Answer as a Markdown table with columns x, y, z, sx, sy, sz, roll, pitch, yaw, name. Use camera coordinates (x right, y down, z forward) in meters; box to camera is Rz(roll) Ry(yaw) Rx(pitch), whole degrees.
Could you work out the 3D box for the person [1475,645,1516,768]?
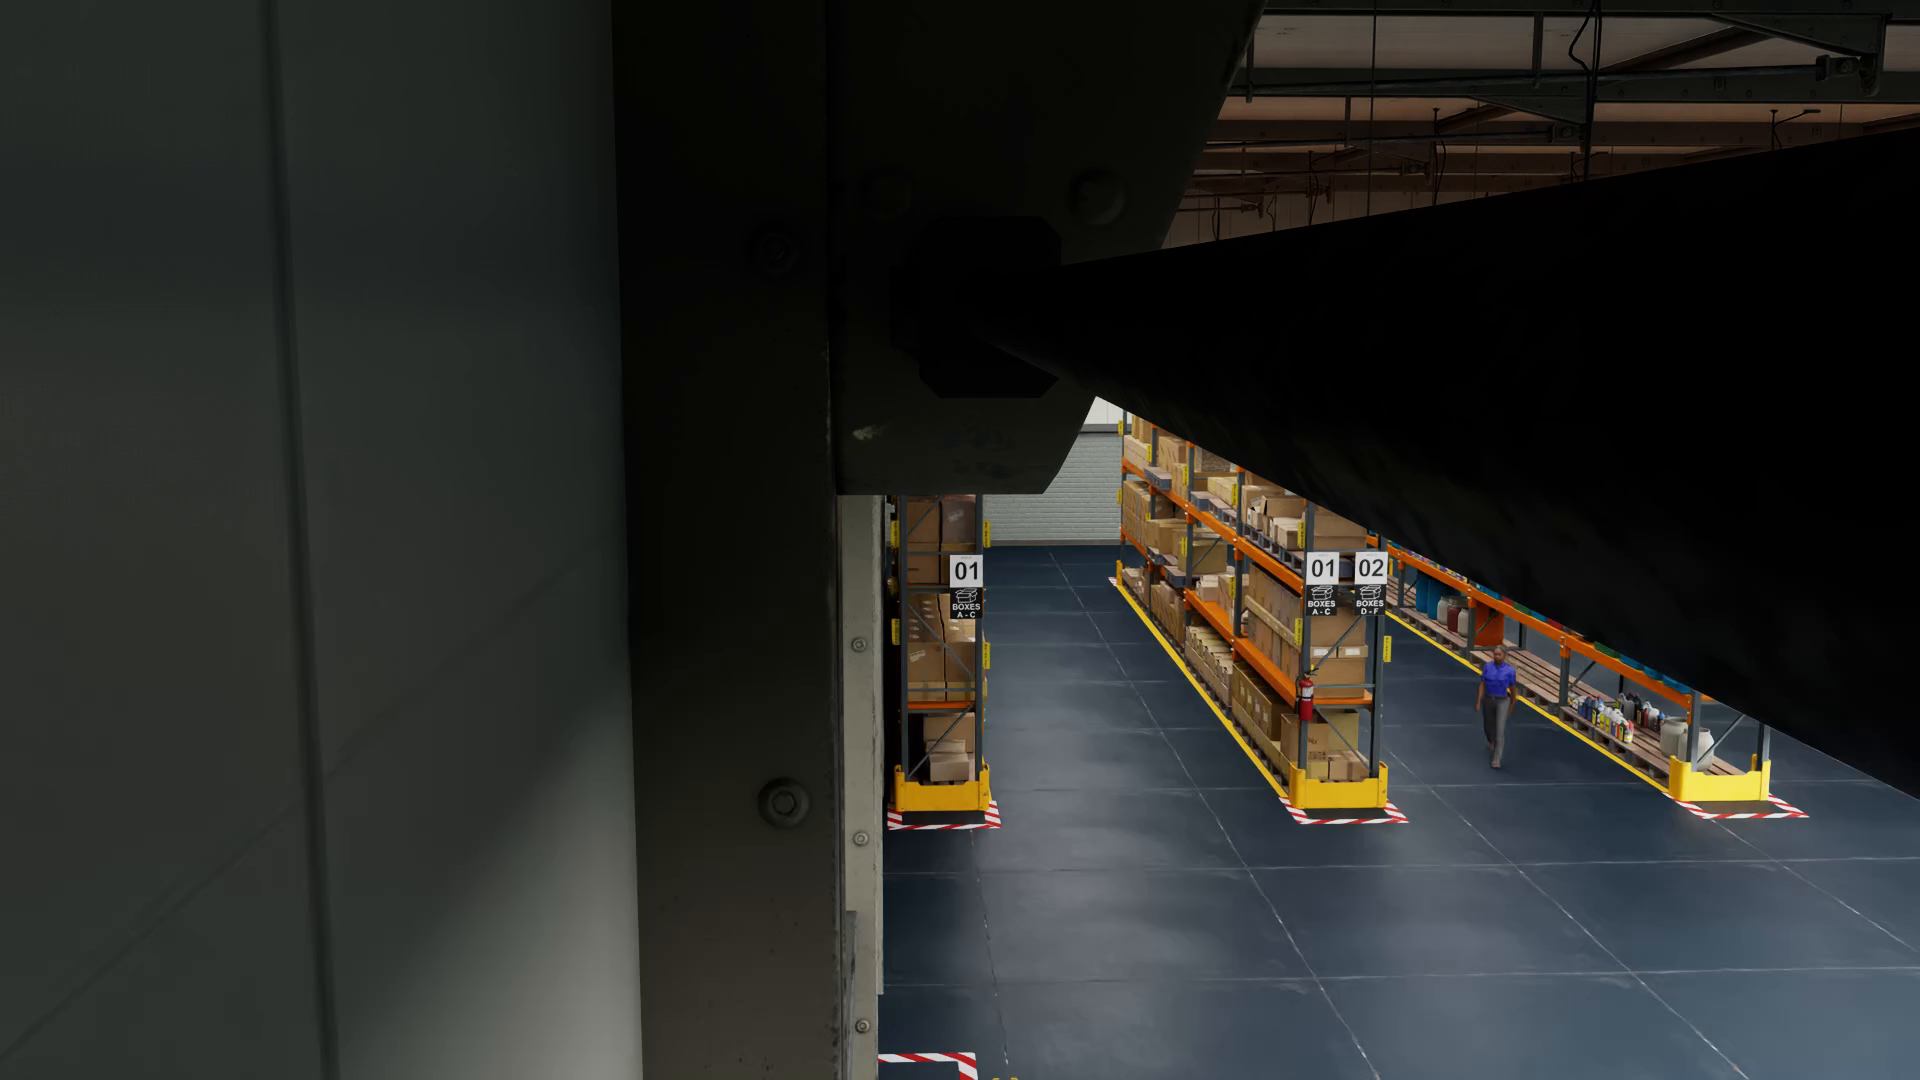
| x | y | z | sx | sy | sz | roll | pitch | yaw | name |
| --- | --- | --- | --- | --- | --- | --- | --- | --- | --- |
| 7.293 | 2.208 | 22.596 | 0.494 | 1.584 | 1.018 | 4 | 9 | 26 | person |
